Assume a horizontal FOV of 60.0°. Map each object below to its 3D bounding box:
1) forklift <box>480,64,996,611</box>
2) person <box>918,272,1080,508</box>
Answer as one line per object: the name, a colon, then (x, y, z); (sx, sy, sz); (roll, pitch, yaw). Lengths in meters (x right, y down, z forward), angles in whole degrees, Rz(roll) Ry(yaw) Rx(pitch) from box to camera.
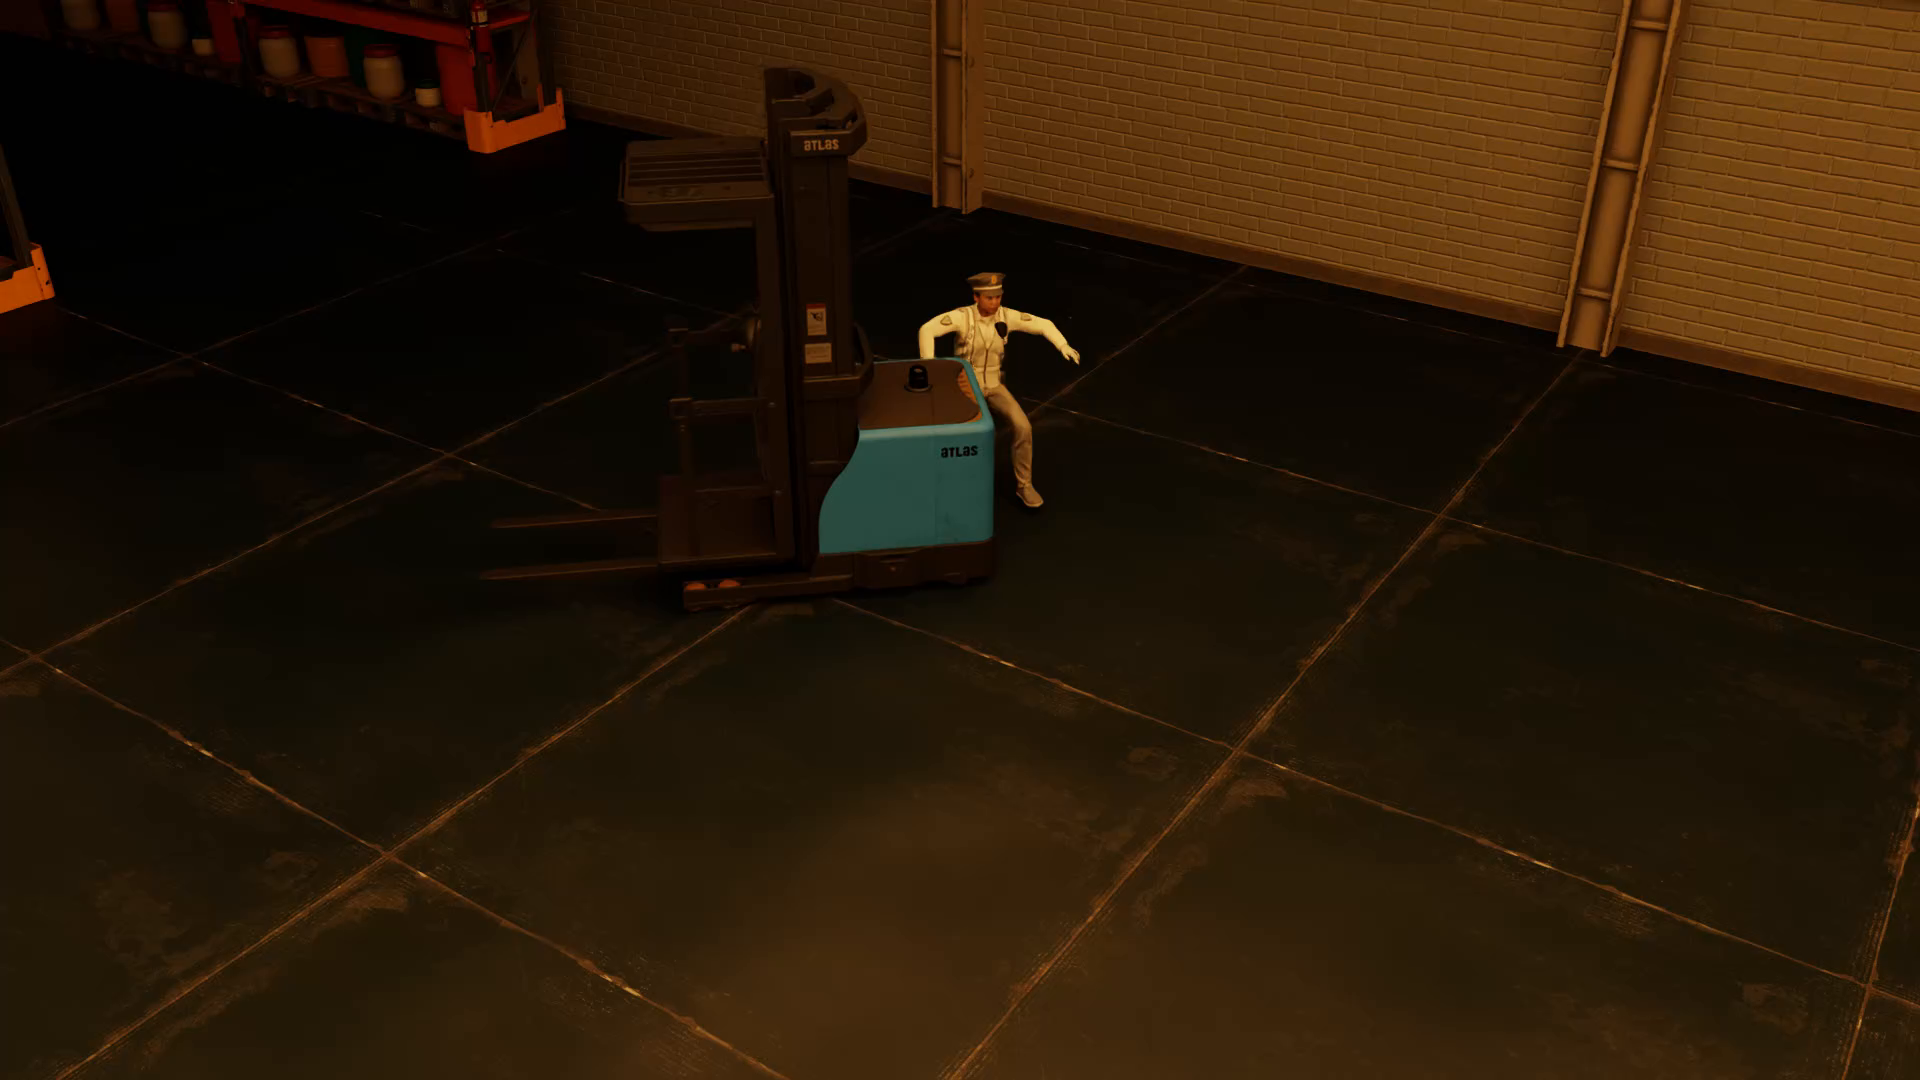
forklift: (-1.349, -1.134, 9.534); (3.031, 2.935, 1.130); (-4, 30, -8)
person: (0.220, -0.955, 10.618); (1.010, 1.442, 0.780); (-16, 34, -25)
